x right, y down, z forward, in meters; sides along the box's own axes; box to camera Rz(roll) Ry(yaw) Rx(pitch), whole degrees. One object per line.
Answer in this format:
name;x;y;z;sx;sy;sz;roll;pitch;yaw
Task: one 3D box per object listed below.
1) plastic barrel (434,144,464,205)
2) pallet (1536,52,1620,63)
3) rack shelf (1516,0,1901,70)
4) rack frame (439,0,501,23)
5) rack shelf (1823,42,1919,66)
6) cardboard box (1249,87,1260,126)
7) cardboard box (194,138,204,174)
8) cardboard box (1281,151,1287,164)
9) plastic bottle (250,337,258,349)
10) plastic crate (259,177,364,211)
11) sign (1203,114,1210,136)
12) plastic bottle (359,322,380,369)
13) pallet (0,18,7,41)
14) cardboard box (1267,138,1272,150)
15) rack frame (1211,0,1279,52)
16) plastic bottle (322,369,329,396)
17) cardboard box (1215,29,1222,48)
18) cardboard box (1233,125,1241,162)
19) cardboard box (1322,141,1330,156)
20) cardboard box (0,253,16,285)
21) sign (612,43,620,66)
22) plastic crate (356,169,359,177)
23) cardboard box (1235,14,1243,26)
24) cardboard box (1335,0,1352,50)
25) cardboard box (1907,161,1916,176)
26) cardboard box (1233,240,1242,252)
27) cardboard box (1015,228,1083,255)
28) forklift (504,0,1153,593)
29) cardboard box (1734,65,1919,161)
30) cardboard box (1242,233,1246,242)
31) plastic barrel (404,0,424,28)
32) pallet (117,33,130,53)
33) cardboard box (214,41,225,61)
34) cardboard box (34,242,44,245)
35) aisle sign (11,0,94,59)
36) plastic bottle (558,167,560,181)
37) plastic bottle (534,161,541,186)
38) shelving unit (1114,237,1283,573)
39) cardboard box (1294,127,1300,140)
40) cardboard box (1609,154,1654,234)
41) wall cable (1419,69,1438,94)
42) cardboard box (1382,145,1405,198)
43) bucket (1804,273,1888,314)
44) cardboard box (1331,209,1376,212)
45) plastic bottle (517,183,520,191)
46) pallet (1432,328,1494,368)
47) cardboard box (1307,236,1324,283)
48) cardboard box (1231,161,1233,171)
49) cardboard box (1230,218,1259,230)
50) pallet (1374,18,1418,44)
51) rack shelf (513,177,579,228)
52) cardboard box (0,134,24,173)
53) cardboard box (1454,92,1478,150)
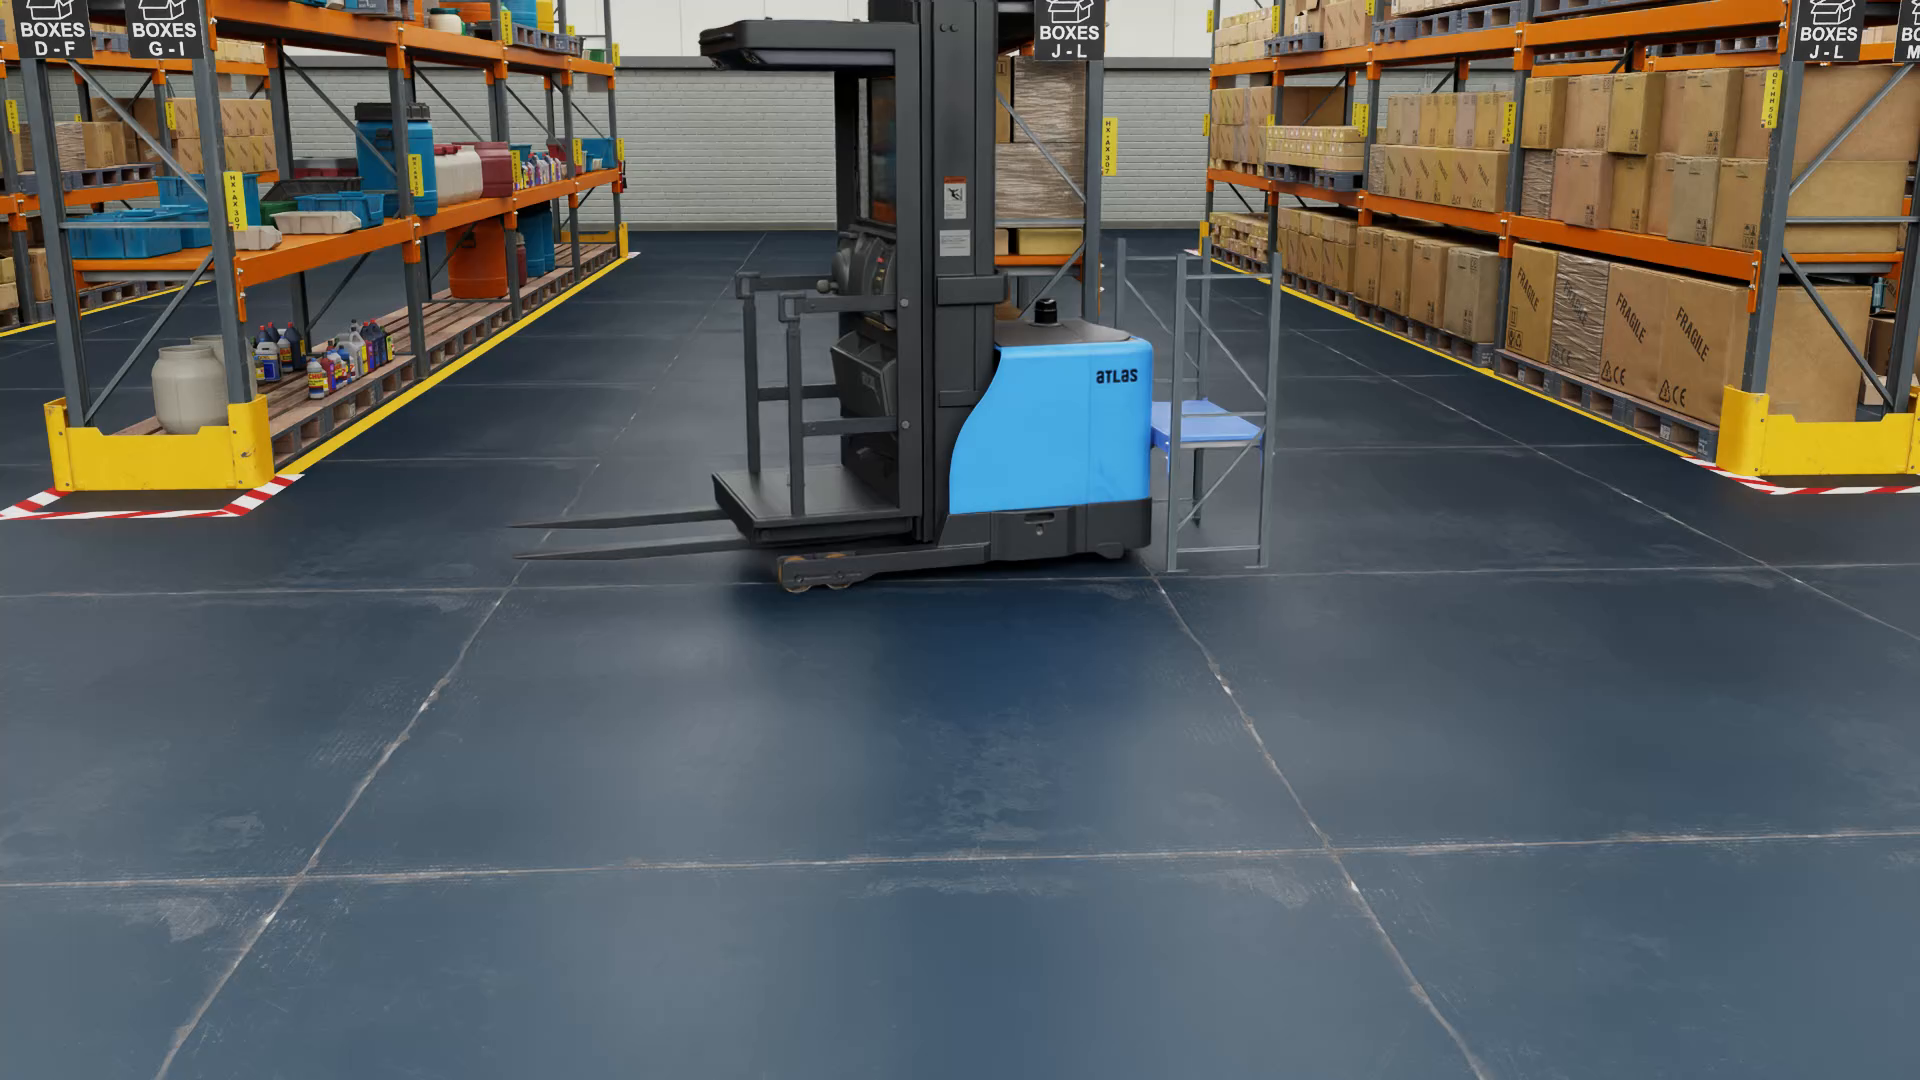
plastic barrel;-4.791;-3.359;15.289;0.433;0.535;0.433;0;14;0
pallet;9.269;-7.201;24.652;1.003;0.211;1.213;-1;14;-3
rack shelf;5.146;-3.496;11.520;1.077;0.370;4.000;-1;14;-3
rack frame;-5.126;-6.662;16.359;1.000;3.000;0.127;-1;14;-3
rack shelf;9.832;-4.593;15.781;1.077;0.370;4.000;-1;14;-3
cardboard box;4.190;-5.797;22.233;0.500;0.500;0.500;-1;14;-5
cardboard box;-10.113;-4.982;21.671;0.500;0.500;0.500;-1;14;-2
cardboard box;4.141;-4.662;20.288;0.380;0.149;0.250;-1;14;-3
plastic bottle;-5.262;-1.363;12.374;0.061;0.283;0.133;0;14;-1
plastic crate;-4.973;-2.599;12.734;0.767;0.338;0.504;-1;14;-3
sign;3.737;-6.285;25.196;0.100;0.325;0.005;-1;14;-3
plastic bottle;-4.539;-1.488;12.725;0.144;0.351;0.185;-2;15;-6
pallet;-9.939;-4.875;15.812;1.213;0.211;1.003;0;14;-1
cardboard box;4.091;-5.000;21.004;0.380;0.149;0.250;-1;14;-3
rack frame;4.278;-8.779;24.589;1.000;3.000;0.127;-1;14;-3
plastic bottle;-4.438;-1.106;11.539;0.097;0.201;0.097;0;14;0
cardboard box;4.047;-7.380;24.469;0.500;0.250;0.500;-1;14;-3
cardboard box;4.144;-5.569;23.354;0.500;0.500;0.500;-1;14;-5
cardboard box;4.252;-4.358;18.508;0.380;0.149;0.250;-1;14;-2
cardboard box;-9.792;-2.698;16.542;0.500;0.311;0.500;-1;14;-2
sign;-5.074;-7.161;24.527;0.100;0.325;0.005;-1;14;-3
plastic crate;-5.257;-3.023;14.290;0.392;0.384;0.575;-1;14;-3
cardboard box;4.070;-7.283;23.290;0.380;0.149;0.250;0;14;-2
cardboard box;4.441;-5.648;18.237;0.500;0.500;0.500;-1;14;-3
cardboard box;9.587;-3.717;16.614;0.380;0.149;0.250;0;14;0
cardboard box;4.100;-4.177;23.619;0.380;0.149;0.250;-1;14;-3
cardboard box;0.533;-1.796;9.992;0.380;0.149;0.250;-1;14;-3
forklift;-0.637;-1.323;7.787;3.031;2.935;1.130;-5;15;-18
cardboard box;5.285;-2.583;10.079;0.875;0.550;0.550;-1;14;-3
cardboard box;4.177;-4.247;23.294;0.380;0.149;0.250;-2;15;-6
plastic barrel;-5.251;-5.047;15.240;0.600;0.830;0.708;-1;14;-3
pallet;-10.348;-5.874;19.694;1.213;0.211;1.003;-1;14;-3
cardboard box;-10.192;-6.554;22.259;0.500;0.250;0.500;-1;14;-3
cardboard box;-10.394;-3.041;18.460;0.500;0.500;0.500;-1;14;-5
aisle sign;-4.923;-3.003;8.962;0.394;0.787;0.004;-1;14;-3
plastic bottle;-4.992;-4.534;20.526;0.097;0.201;0.097;0;14;0
plastic bottle;-4.891;-4.237;19.210;0.061;0.283;0.133;-1;14;-3
shelving unit;1.141;-0.707;8.266;0.538;1.500;1.048;-3;15;-10
cardboard box;4.173;-4.822;19.717;0.380;0.149;0.250;0;14;-1
cardboard box;5.162;-2.468;11.797;0.875;0.550;0.500;-1;14;-3
wall cable;8.840;-7.885;31.050;0.585;1.953;0.123;-1;14;-3
cardboard box;4.567;-3.691;16.650;0.500;0.500;0.500;-1;14;-4
bucket;7.331;-2.042;13.963;0.726;0.611;0.620;4;5;16
cardboard box;4.843;-3.926;20.433;0.500;0.250;0.500;0;14;-1
plastic bottle;-4.859;-3.924;18.007;0.152;0.276;0.135;-1;14;-3
pallet;4.899;-1.730;14.826;1.003;0.211;1.213;-1;14;-3
cardboard box;4.395;-3.297;19.495;0.500;0.500;0.500;-2;15;-6
cardboard box;4.137;-5.406;24.022;0.380;0.149;0.250;-1;14;-4
cardboard box;4.073;-4.522;23.767;0.380;0.149;0.250;-1;14;-3
pallet;4.867;-5.086;16.634;1.213;0.211;1.003;0;14;-1
rack shelf;-5.250;-3.905;19.129;1.077;0.370;4.000;-1;14;-3
cardboard box;-10.222;-4.088;17.350;0.700;0.500;0.500;-6;16;-22
cardboard box;4.920;-3.799;15.065;0.700;0.500;0.500;-1;14;-3
